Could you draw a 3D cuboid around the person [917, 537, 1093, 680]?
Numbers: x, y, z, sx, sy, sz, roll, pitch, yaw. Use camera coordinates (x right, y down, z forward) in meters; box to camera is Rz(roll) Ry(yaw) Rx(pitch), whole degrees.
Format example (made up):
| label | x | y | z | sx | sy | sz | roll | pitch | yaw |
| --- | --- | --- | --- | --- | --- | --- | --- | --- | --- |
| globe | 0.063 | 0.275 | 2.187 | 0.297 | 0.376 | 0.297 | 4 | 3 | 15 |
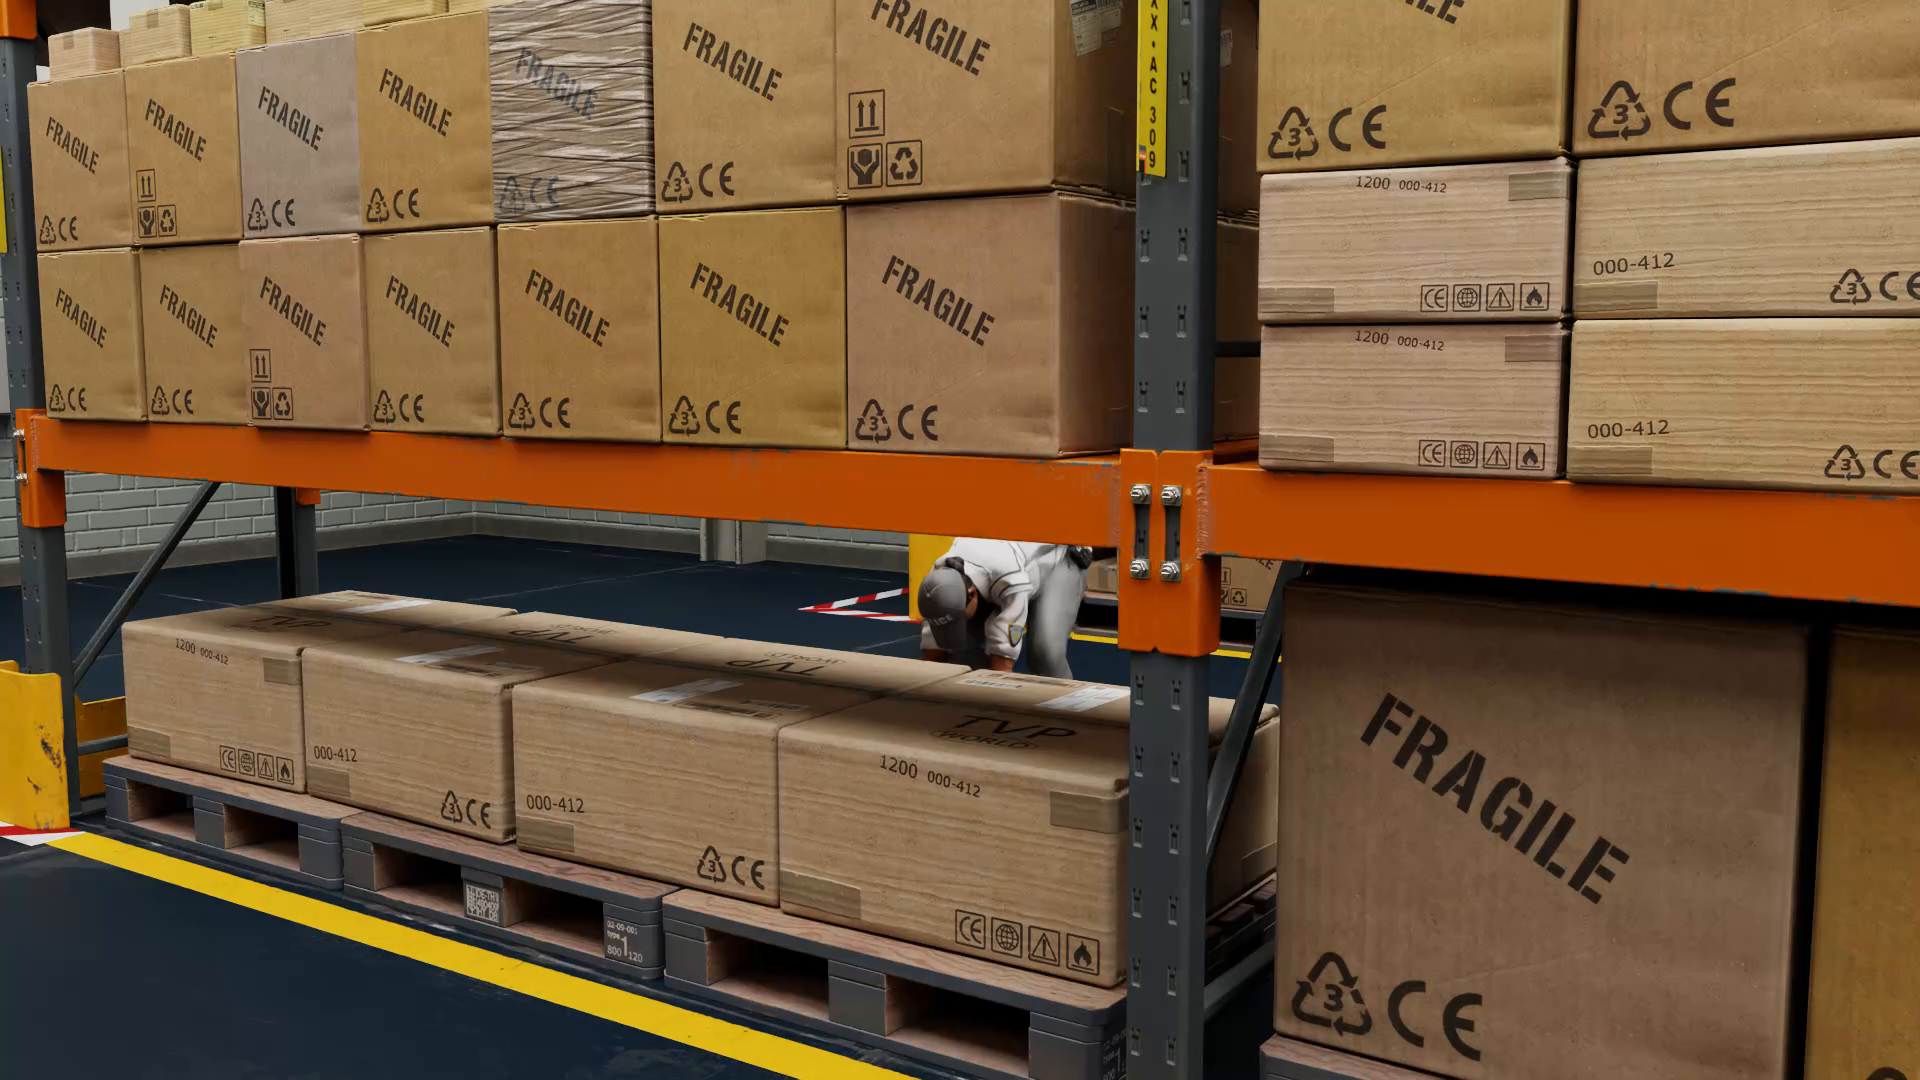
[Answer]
| label | x | y | z | sx | sy | sz | roll | pitch | yaw |
| --- | --- | --- | --- | --- | --- | --- | --- | --- | --- |
| person | 0.139 | 0.352 | 6.064 | 0.512 | 0.952 | 0.938 | 4 | 7 | 31 |
